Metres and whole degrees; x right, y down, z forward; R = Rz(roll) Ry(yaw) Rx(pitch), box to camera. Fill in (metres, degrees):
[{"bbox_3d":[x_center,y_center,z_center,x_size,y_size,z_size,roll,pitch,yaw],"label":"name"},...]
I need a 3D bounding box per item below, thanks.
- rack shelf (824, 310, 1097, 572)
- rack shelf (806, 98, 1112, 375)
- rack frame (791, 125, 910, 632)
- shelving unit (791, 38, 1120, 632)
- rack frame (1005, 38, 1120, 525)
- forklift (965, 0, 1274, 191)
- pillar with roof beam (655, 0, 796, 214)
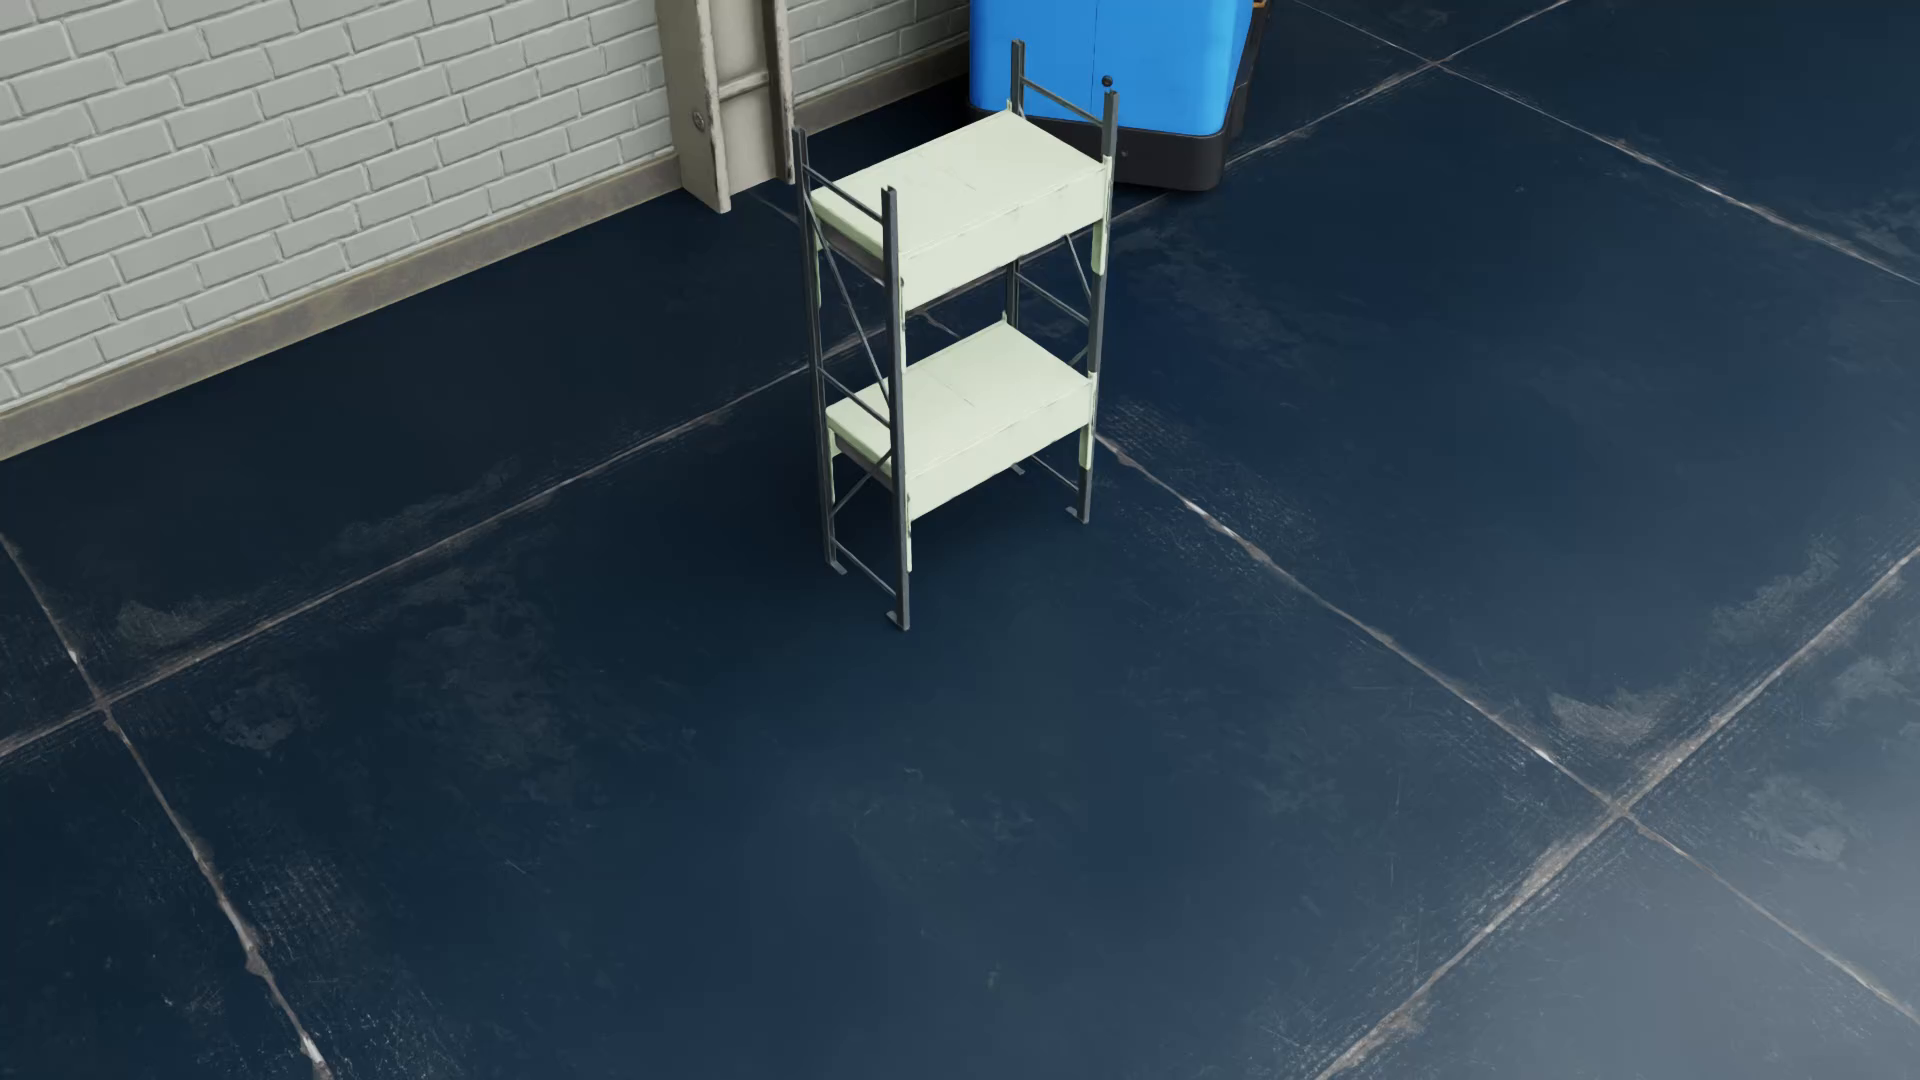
[{"bbox_3d":[-0.005,-0.306,4.957,0.720,0.370,0.431,-30,51,-28],"label":"rack shelf"},{"bbox_3d":[-0.005,-0.828,4.466,0.720,0.370,0.431,-30,51,-28],"label":"rack shelf"},{"bbox_3d":[-0.286,-0.383,4.562,0.023,1.500,0.400,-30,51,-28],"label":"rack frame"},{"bbox_3d":[-0.005,-0.544,4.733,0.755,1.500,0.431,-30,51,-28],"label":"shelving unit"},{"bbox_3d":[0.276,-0.705,4.905,0.023,1.500,0.400,-30,51,-28],"label":"rack frame"},{"bbox_3d":[0.873,-3.481,6.815,1.130,2.935,3.031,10,44,10],"label":"forklift"},{"bbox_3d":[1.859,-2.487,1.325,0.400,9.000,9.100,-30,51,-28],"label":"pillar with roof beam"}]
